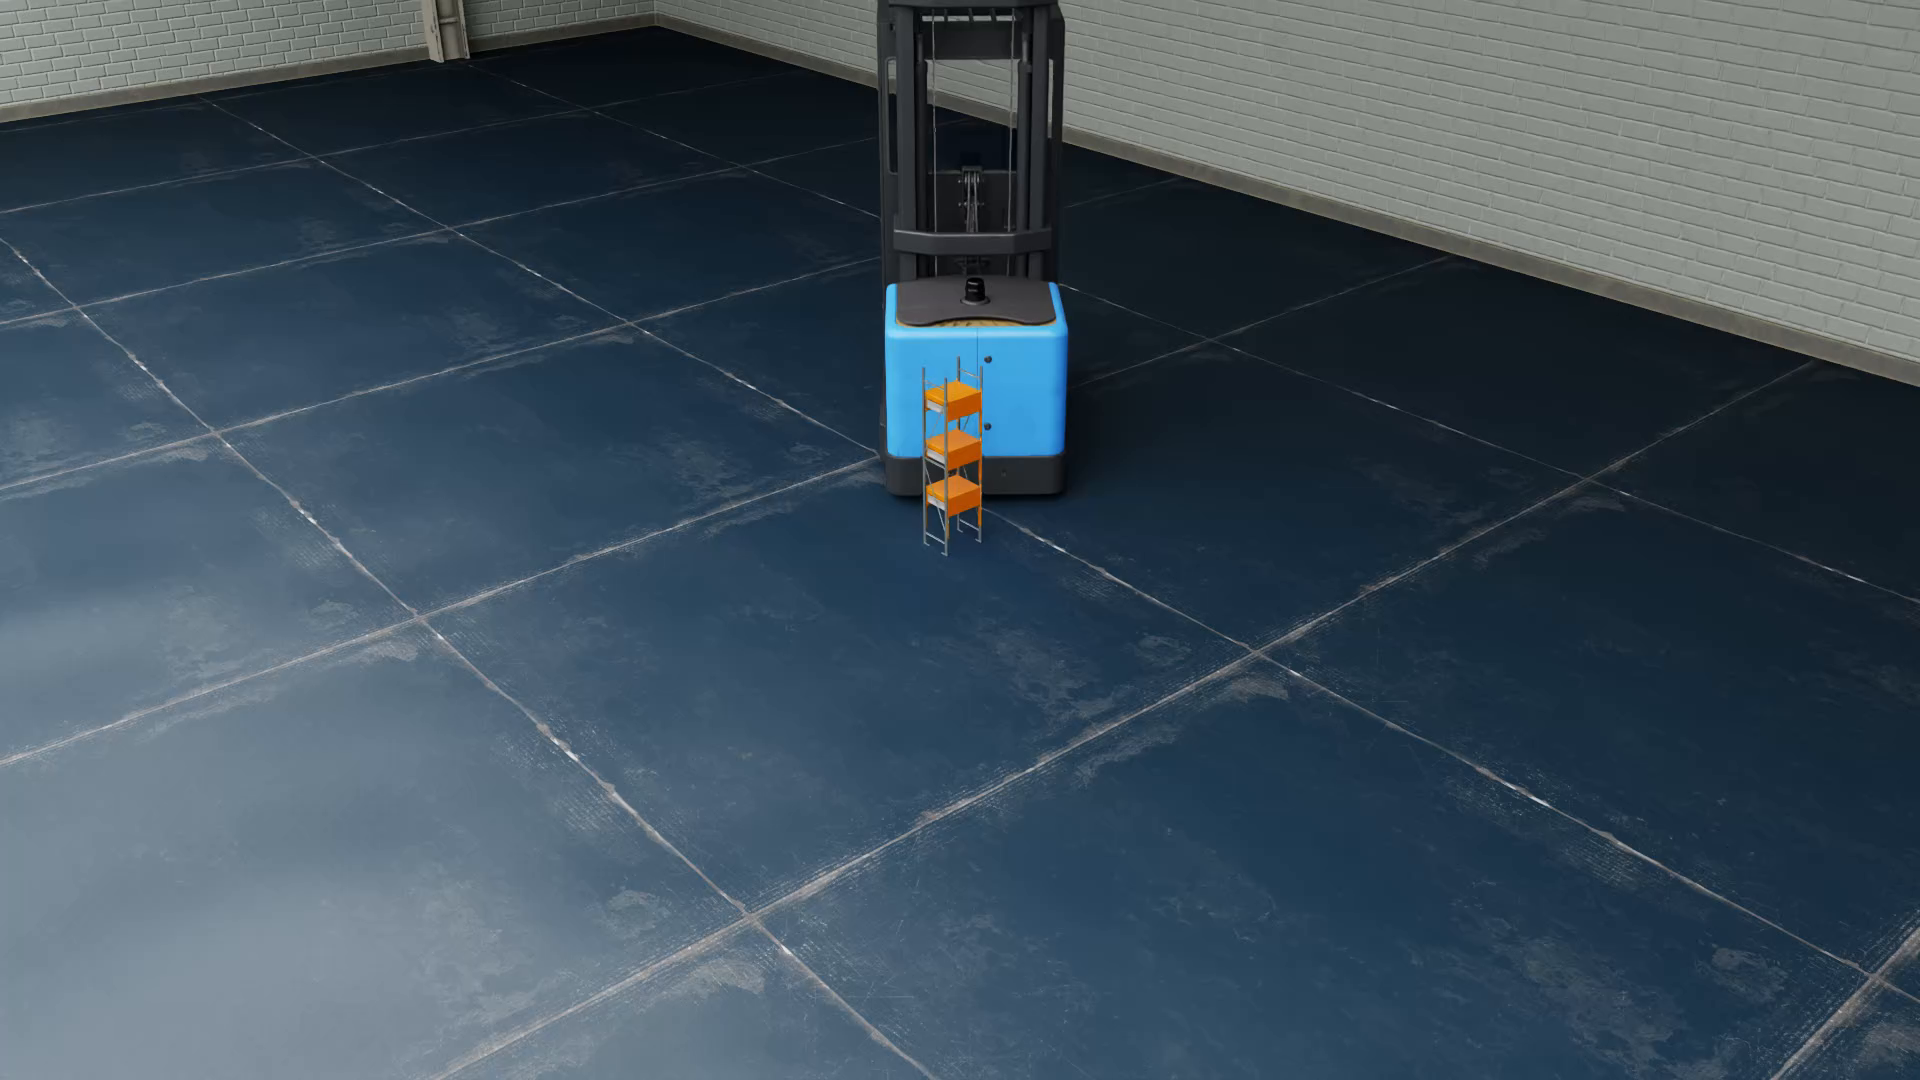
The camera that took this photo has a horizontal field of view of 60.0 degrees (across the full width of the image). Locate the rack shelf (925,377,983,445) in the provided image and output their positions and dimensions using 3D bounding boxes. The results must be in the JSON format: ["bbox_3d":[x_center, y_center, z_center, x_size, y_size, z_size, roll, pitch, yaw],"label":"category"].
[{"bbox_3d":[-0.041,-0.688,8.843,0.240,0.259,0.215,-22,35,-35],"label":"rack shelf"}]

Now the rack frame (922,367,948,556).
[{"bbox_3d":[-0.134,-0.409,8.902,0.008,1.050,0.200,-22,35,-35],"label":"rack frame"}]

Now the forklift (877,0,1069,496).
[{"bbox_3d":[0.055,-2.203,10.262,1.130,2.935,3.031,-1,28,-1],"label":"forklift"}]

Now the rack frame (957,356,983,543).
[{"bbox_3d":[0.052,-0.484,9.042,0.008,1.050,0.200,-22,35,-35],"label":"rack frame"}]

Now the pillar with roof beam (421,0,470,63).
[{"bbox_3d":[-3.406,-8.280,15.196,0.400,9.000,9.100,-22,35,-35],"label":"pillar with roof beam"}]

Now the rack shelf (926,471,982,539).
[{"bbox_3d":[-0.041,-0.192,9.108,0.240,0.259,0.215,-22,35,-35],"label":"rack shelf"}]

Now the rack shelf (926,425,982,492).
[{"bbox_3d":[-0.041,-0.437,8.977,0.240,0.259,0.215,-22,35,-35],"label":"rack shelf"}]

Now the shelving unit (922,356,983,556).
[{"bbox_3d":[-0.041,-0.447,8.972,0.252,1.050,0.215,-22,35,-35],"label":"shelving unit"}]
